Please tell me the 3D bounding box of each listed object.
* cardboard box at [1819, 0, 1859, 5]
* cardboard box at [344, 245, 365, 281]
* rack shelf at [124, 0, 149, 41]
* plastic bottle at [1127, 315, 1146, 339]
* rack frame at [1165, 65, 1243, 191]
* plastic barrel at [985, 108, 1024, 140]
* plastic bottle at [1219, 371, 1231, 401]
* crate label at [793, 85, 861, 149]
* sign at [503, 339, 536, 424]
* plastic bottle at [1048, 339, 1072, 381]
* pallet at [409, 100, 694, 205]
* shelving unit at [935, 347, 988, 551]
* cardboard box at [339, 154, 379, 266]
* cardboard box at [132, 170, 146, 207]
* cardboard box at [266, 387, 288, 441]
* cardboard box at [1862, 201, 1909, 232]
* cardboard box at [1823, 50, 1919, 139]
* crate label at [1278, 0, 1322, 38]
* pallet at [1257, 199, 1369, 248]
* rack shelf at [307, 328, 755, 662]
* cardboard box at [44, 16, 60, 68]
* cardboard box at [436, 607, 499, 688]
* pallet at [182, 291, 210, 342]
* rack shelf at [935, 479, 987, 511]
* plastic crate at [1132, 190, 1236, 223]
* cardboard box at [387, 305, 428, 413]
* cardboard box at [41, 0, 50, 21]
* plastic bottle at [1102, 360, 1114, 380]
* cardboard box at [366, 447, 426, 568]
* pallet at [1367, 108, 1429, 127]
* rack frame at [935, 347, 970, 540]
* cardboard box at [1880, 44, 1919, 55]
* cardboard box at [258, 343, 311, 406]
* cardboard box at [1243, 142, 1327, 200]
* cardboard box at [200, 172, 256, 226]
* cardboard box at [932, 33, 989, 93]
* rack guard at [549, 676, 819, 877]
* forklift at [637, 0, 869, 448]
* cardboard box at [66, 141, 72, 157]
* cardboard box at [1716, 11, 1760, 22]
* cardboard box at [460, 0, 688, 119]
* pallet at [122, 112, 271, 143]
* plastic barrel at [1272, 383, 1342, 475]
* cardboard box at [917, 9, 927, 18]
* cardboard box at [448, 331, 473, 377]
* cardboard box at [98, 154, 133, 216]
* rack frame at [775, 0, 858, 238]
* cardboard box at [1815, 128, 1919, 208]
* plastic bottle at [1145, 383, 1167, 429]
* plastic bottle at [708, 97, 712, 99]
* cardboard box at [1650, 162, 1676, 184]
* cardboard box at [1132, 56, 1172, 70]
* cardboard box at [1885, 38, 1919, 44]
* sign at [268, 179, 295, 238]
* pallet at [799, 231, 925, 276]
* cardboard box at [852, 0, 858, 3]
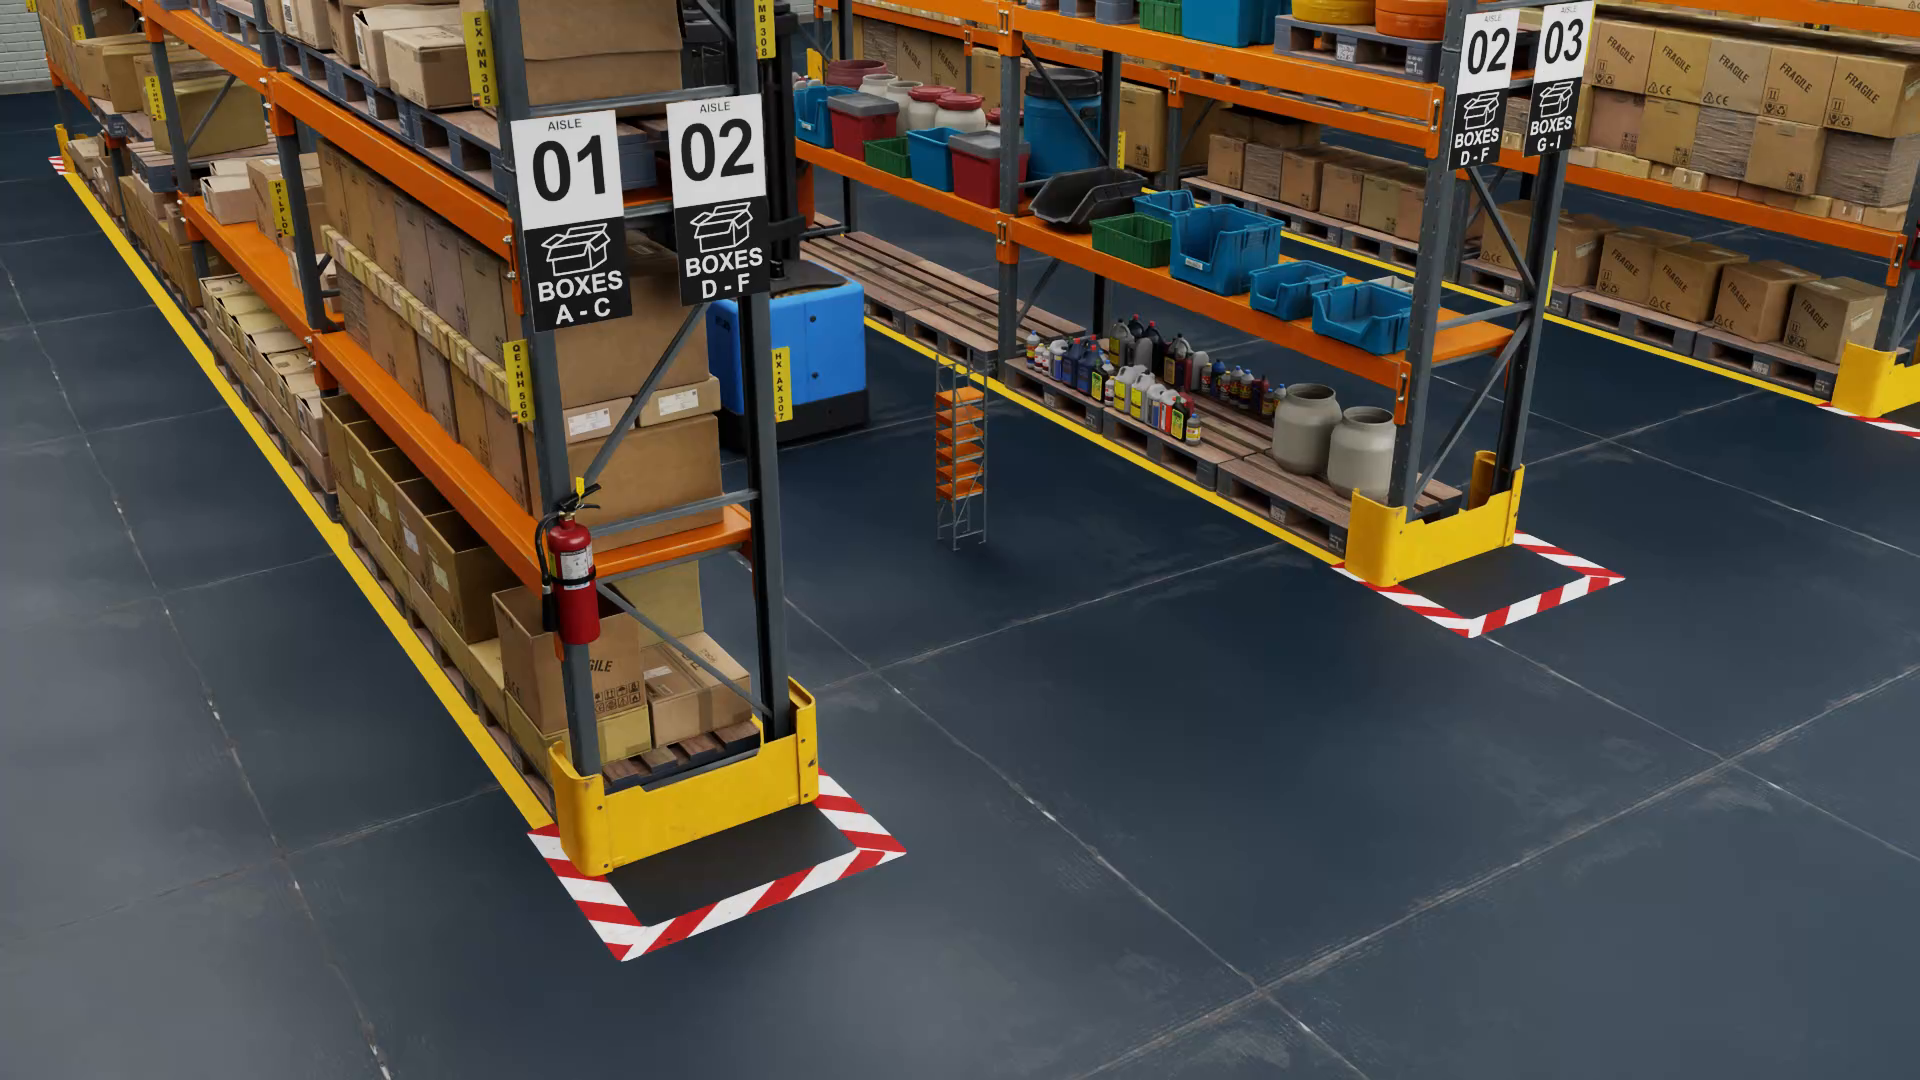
[{"bbox_3d":[6.324,-3.986,11.841,0.500,0.250,0.500,-15,29,-29],"label":"cardboard box"},{"bbox_3d":[-3.147,-1.545,9.132,0.380,0.149,0.250,-16,30,-31],"label":"cardboard box"},{"bbox_3d":[-6.686,-4.707,14.035,1.077,0.370,4.000,-16,29,-30],"label":"rack shelf"},{"bbox_3d":[1.334,-1.520,12.545,0.144,0.351,0.185,-16,30,-31],"label":"plastic bottle"},{"bbox_3d":[2.708,-5.267,17.894,1.000,3.000,0.127,-16,29,-30],"label":"rack frame"},{"bbox_3d":[0.403,-3.137,13.223,0.433,0.535,0.433,0,25,0],"label":"plastic barrel"},{"bbox_3d":[1.900,-1.100,11.829,0.097,0.201,0.097,0,25,0],"label":"plastic bottle"},{"bbox_3d":[-1.127,-3.711,14.555,0.502,0.435,0.616,-16,29,-30],"label":"crate label"},{"bbox_3d":[-1.690,-0.608,6.390,0.100,0.325,0.005,-16,29,-30],"label":"sign"},{"bbox_3d":[0.747,-1.324,12.217,0.152,0.276,0.135,-14,29,-28],"label":"plastic bottle"},{"bbox_3d":[-1.592,-1.674,6.873,1.003,0.211,1.213,-16,29,-30],"label":"pallet"},{"bbox_3d":[0.008,-0.537,9.983,0.258,1.200,0.189,-16,29,-30],"label":"shelving unit"},{"bbox_3d":[-2.887,-1.824,8.963,0.700,0.500,0.500,-16,29,-30],"label":"cardboard box"},{"bbox_3d":[-7.172,-3.211,15.073,0.500,0.250,0.500,-15,29,-29],"label":"cardboard box"},{"bbox_3d":[-4.434,-0.921,11.416,0.500,0.250,0.500,-15,29,-28],"label":"cardboard box"},{"bbox_3d":[6.746,-2.346,12.001,0.380,0.149,0.250,-16,29,-30],"label":"cardboard box"},{"bbox_3d":[6.567,-3.177,11.829,0.500,0.500,0.500,-16,29,-30],"label":"cardboard box"},{"bbox_3d":[2.180,-3.287,10.361,0.502,0.251,0.408,-16,29,-30],"label":"crate label"},{"bbox_3d":[3.795,-3.291,16.973,1.003,0.211,1.213,-16,29,-30],"label":"pallet"},{"bbox_3d":[-2.319,-0.489,8.614,1.077,0.370,4.000,-16,29,-30],"label":"rack shelf"},{"bbox_3d":[-9.654,-5.463,18.192,0.500,0.500,0.500,-16,30,-30],"label":"cardboard box"},{"bbox_3d":[-2.325,0.477,8.454,0.500,0.250,0.500,-16,29,-30],"label":"cardboard box"},{"bbox_3d":[-5.970,-1.975,14.186,1.003,0.211,1.213,-16,29,-30],"label":"pallet"},{"bbox_3d":[0.008,-0.280,10.104,0.258,0.103,0.180,-16,29,-30],"label":"rack shelf"},{"bbox_3d":[1.573,-2.283,11.746,0.499,0.251,0.616,-16,29,-30],"label":"plastic crate"},{"bbox_3d":[-2.599,-1.050,8.843,0.700,0.500,0.500,-15,29,-29],"label":"cardboard box"},{"bbox_3d":[-9.649,-5.914,17.975,0.500,0.500,0.500,-15,29,-29],"label":"cardboard box"},{"bbox_3d":[1.049,-1.151,11.855,0.097,0.271,0.097,0,25,0],"label":"plastic bottle"},{"bbox_3d":[-2.874,-0.219,9.050,0.500,0.500,0.500,-16,29,-30],"label":"cardboard box"},{"bbox_3d":[4.596,-4.057,15.556,1.003,0.211,1.213,-16,29,-30],"label":"pallet"},{"bbox_3d":[-0.042,-0.570,10.052,0.240,1.200,0.006,-16,29,-30],"label":"rack frame"},{"bbox_3d":[7.003,-3.298,12.086,0.500,0.500,0.500,-16,29,-30],"label":"cardboard box"},{"bbox_3d":[-4.432,-1.171,11.289,0.500,0.311,0.500,-16,29,-30],"label":"cardboard box"},{"bbox_3d":[3.404,-3.906,17.422,0.700,0.500,0.500,-18,31,-34],"label":"cardboard box"},{"bbox_3d":[-5.269,-2.555,12.253,0.500,0.311,0.500,-16,30,-30],"label":"cardboard box"},{"bbox_3d":[0.231,-6.182,21.829,0.875,0.875,0.875,-16,29,-30],"label":"cardboard box"},{"bbox_3d":[-1.214,1.040,7.461,1.175,0.500,0.348,-16,29,-30],"label":"rack guard"},{"bbox_3d":[-1.893,-2.530,12.175,1.130,2.935,3.031,-16,30,-30],"label":"forklift"},{"bbox_3d":[-10.021,-4.501,19.096,0.380,0.149,0.250,-16,29,-30],"label":"cardboard box"},{"bbox_3d":[8.544,-5.814,17.763,0.700,0.500,0.500,-16,30,-30],"label":"cardboard box"},{"bbox_3d":[-1.538,-1.962,6.601,0.797,0.503,0.637,-13,28,-26],"label":"cardboard box"},{"bbox_3d":[-6.660,-3.568,14.519,1.003,0.211,1.213,-16,29,-30],"label":"pallet"},{"bbox_3d":[2.228,-0.714,10.670,0.421,0.512,0.421,0,25,0],"label":"plastic barrel"},{"bbox_3d":[-0.338,-6.893,21.632,0.380,0.149,0.250,-15,29,-29],"label":"cardboard box"},{"bbox_3d":[-2.158,-0.899,7.763,0.380,0.149,0.250,-15,29,-28],"label":"cardboard box"},{"bbox_3d":[-8.327,-3.597,16.769,0.500,0.500,0.500,-16,29,-30],"label":"cardboard box"},{"bbox_3d":[-1.442,-4.113,15.449,1.000,3.000,0.127,-16,29,-30],"label":"rack frame"},{"bbox_3d":[6.797,-2.789,12.178,0.875,0.500,0.500,-16,29,-30],"label":"cardboard box"},{"bbox_3d":[1.365,-0.920,11.360,0.152,0.276,0.135,-16,30,-31],"label":"plastic bottle"},{"bbox_3d":[-2.407,-4.368,16.139,0.097,0.271,0.097,0,25,0],"label":"plastic bottle"},{"bbox_3d":[5.761,-2.964,13.309,0.380,0.149,0.250,-16,29,-30],"label":"cardboard box"},{"bbox_3d":[2.231,-5.431,18.125,0.500,0.500,0.500,-15,29,-28],"label":"cardboard box"},{"bbox_3d":[9.633,-4.704,16.524,0.875,0.550,0.550,-16,29,-30],"label":"cardboard box"},{"bbox_3d":[-3.860,-1.887,9.471,0.100,0.325,0.005,-16,29,-30],"label":"sign"},{"bbox_3d":[-1.052,-2.566,15.438,1.003,0.211,1.213,-16,29,-30],"label":"pallet"},{"bbox_3d":[-1.318,-7.535,22.993,0.380,0.149,0.250,-16,30,-30],"label":"cardboard box"}]
